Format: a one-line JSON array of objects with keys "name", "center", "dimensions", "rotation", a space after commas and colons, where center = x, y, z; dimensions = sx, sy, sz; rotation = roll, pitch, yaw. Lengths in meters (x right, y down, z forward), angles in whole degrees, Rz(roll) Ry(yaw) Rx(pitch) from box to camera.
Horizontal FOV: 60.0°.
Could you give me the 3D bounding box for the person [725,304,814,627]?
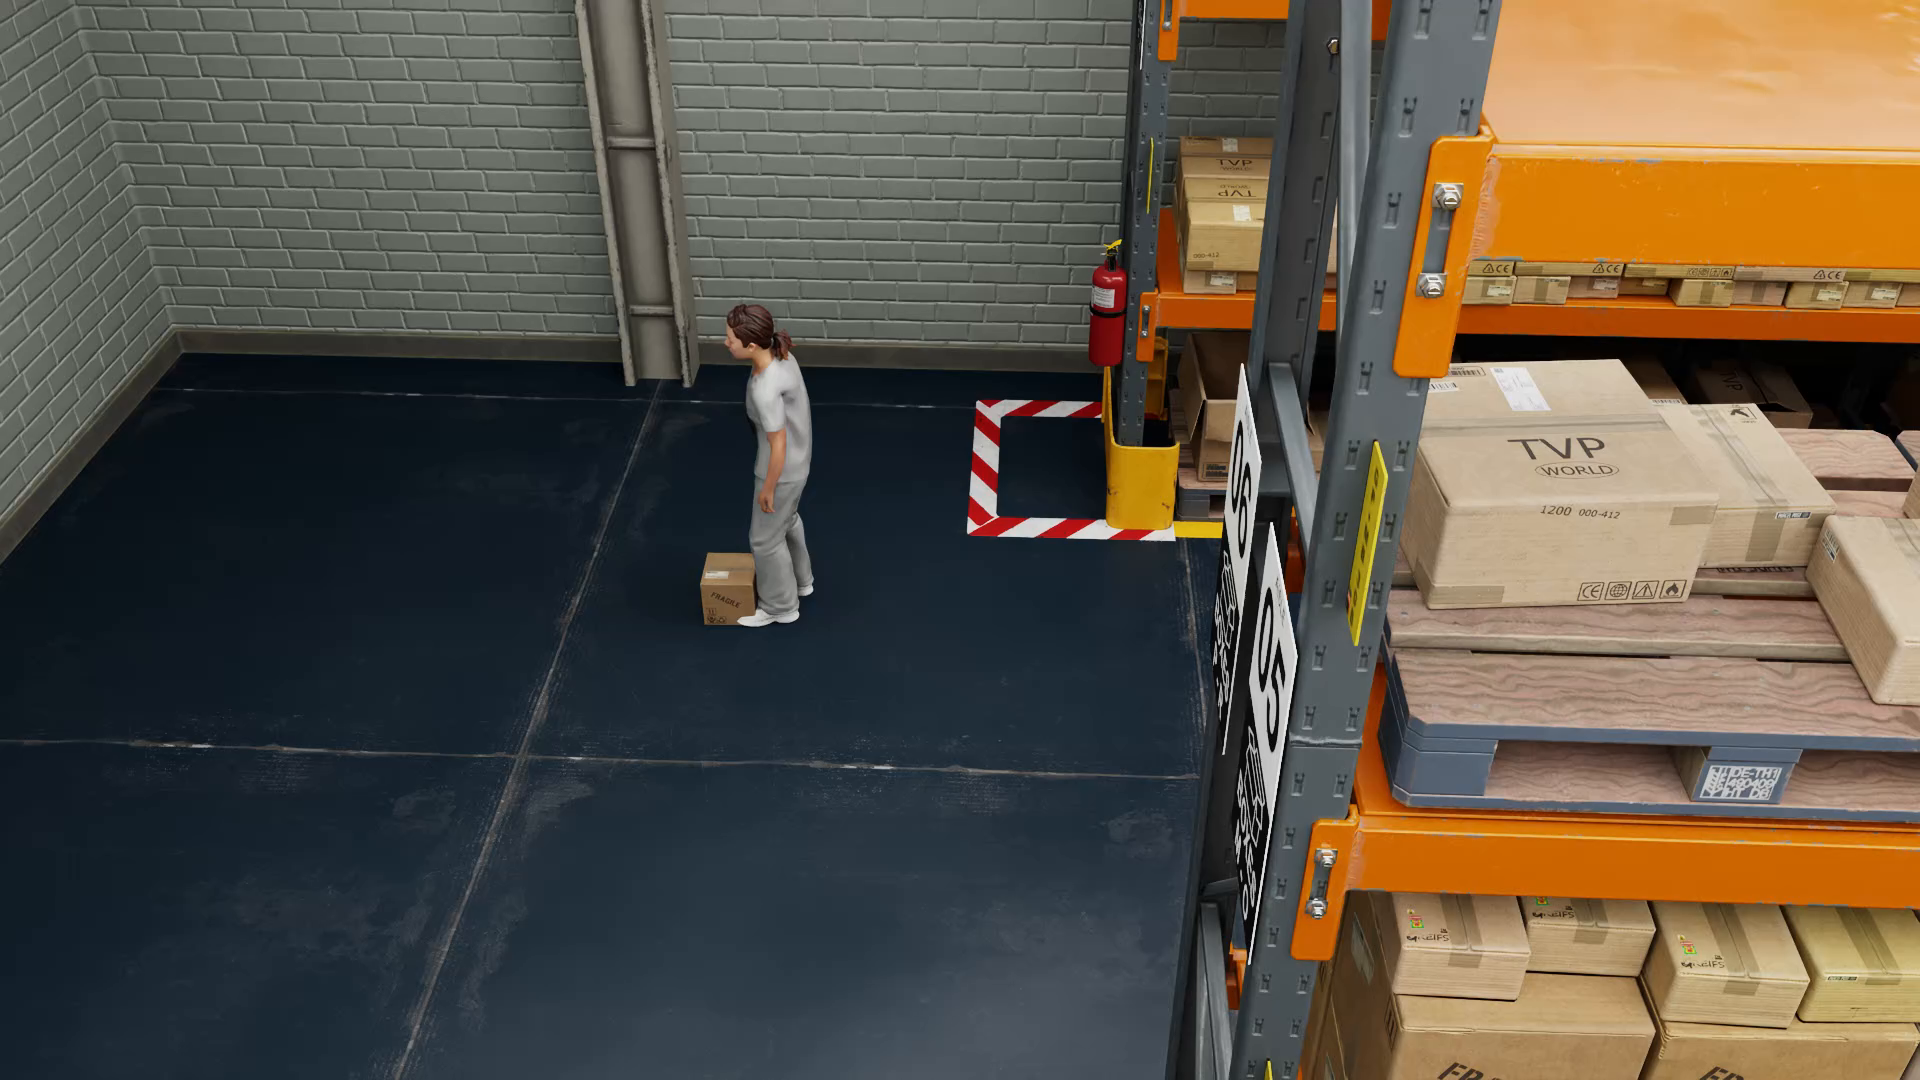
[{"name": "person", "center": [-0.876, -0.337, 7.585], "dimensions": [0.417, 1.671, 0.512], "rotation": [-1, 36, -1]}]
